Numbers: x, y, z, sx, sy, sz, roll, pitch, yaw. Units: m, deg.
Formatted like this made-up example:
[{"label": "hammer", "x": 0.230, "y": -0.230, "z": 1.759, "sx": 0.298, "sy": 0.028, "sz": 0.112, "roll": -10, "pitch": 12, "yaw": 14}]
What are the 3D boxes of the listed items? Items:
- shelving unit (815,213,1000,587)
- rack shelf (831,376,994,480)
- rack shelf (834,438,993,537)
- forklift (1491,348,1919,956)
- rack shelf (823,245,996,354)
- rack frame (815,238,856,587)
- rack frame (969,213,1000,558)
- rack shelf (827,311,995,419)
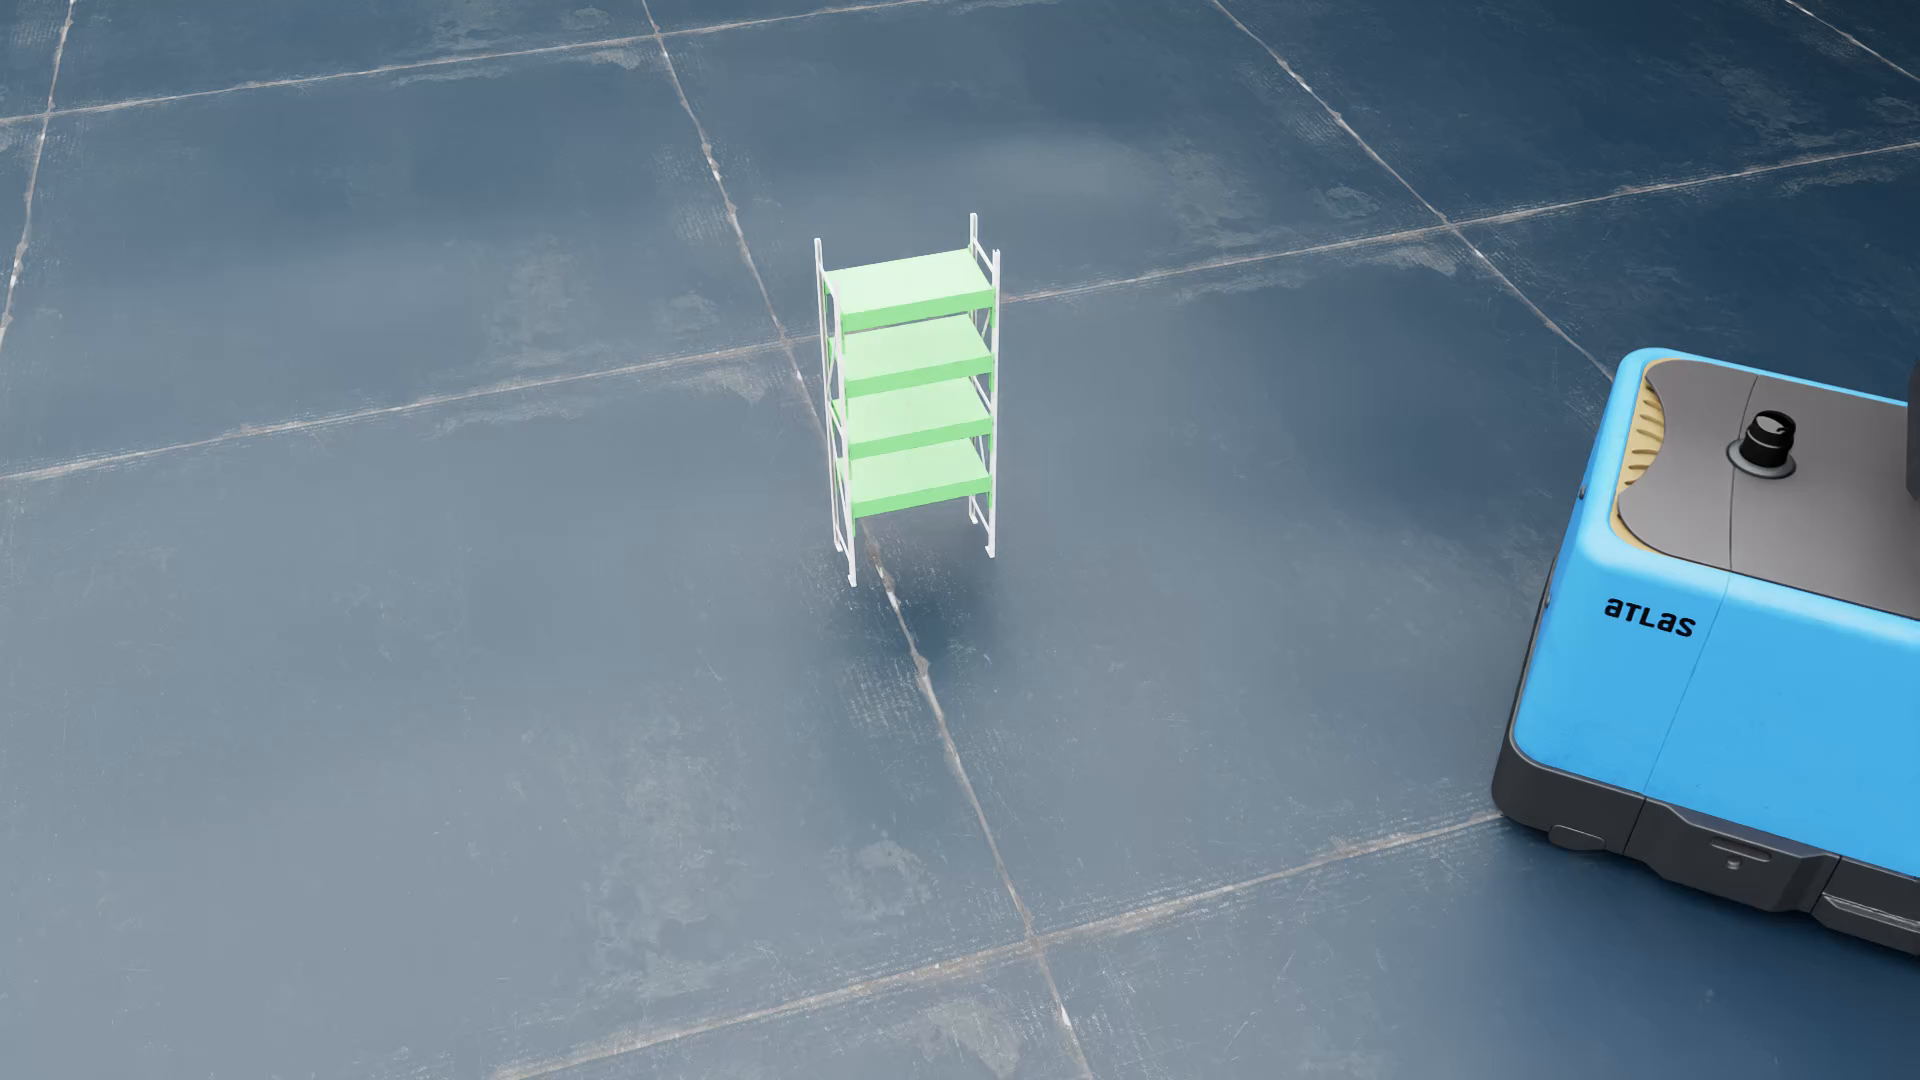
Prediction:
[{"label": "shelving unit", "x": -0.158, "y": -0.419, "z": 5.318, "sx": 0.503, "sy": 1.200, "sz": 0.258, "roll": -12, "pitch": 42, "yaw": -13}, {"label": "rack shelf", "x": -0.158, "y": -0.371, "z": 5.360, "sx": 0.480, "sy": 0.148, "sz": 0.258, "roll": -12, "pitch": 42, "yaw": -13}, {"label": "rack shelf", "x": -0.158, "y": -0.190, "z": 5.518, "sx": 0.480, "sy": 0.148, "sz": 0.258, "roll": -12, "pitch": 42, "yaw": -13}, {"label": "forklift", "x": 3.096, "y": -0.184, "z": 3.732, "sx": 3.031, "sy": 2.935, "sz": 1.130, "roll": 16, "pitch": 44, "yaw": 18}, {"label": "rack shelf", "x": -0.158, "y": -0.732, "z": 5.044, "sx": 0.480, "sy": 0.148, "sz": 0.258, "roll": -12, "pitch": 42, "yaw": -13}, {"label": "rack frame", "x": -0.391, "y": -0.371, "z": 5.263, "sx": 0.015, "sy": 1.200, "sz": 0.240, "roll": -12, "pitch": 42, "yaw": -13}, {"label": "rack frame", "x": 0.075, "y": -0.467, "z": 5.373, "sx": 0.015, "sy": 1.200, "sz": 0.240, "roll": -12, "pitch": 42, "yaw": -13}, {"label": "rack shelf", "x": -0.158, "y": -0.552, "z": 5.202, "sx": 0.480, "sy": 0.148, "sz": 0.258, "roll": -12, "pitch": 42, "yaw": -13}]
